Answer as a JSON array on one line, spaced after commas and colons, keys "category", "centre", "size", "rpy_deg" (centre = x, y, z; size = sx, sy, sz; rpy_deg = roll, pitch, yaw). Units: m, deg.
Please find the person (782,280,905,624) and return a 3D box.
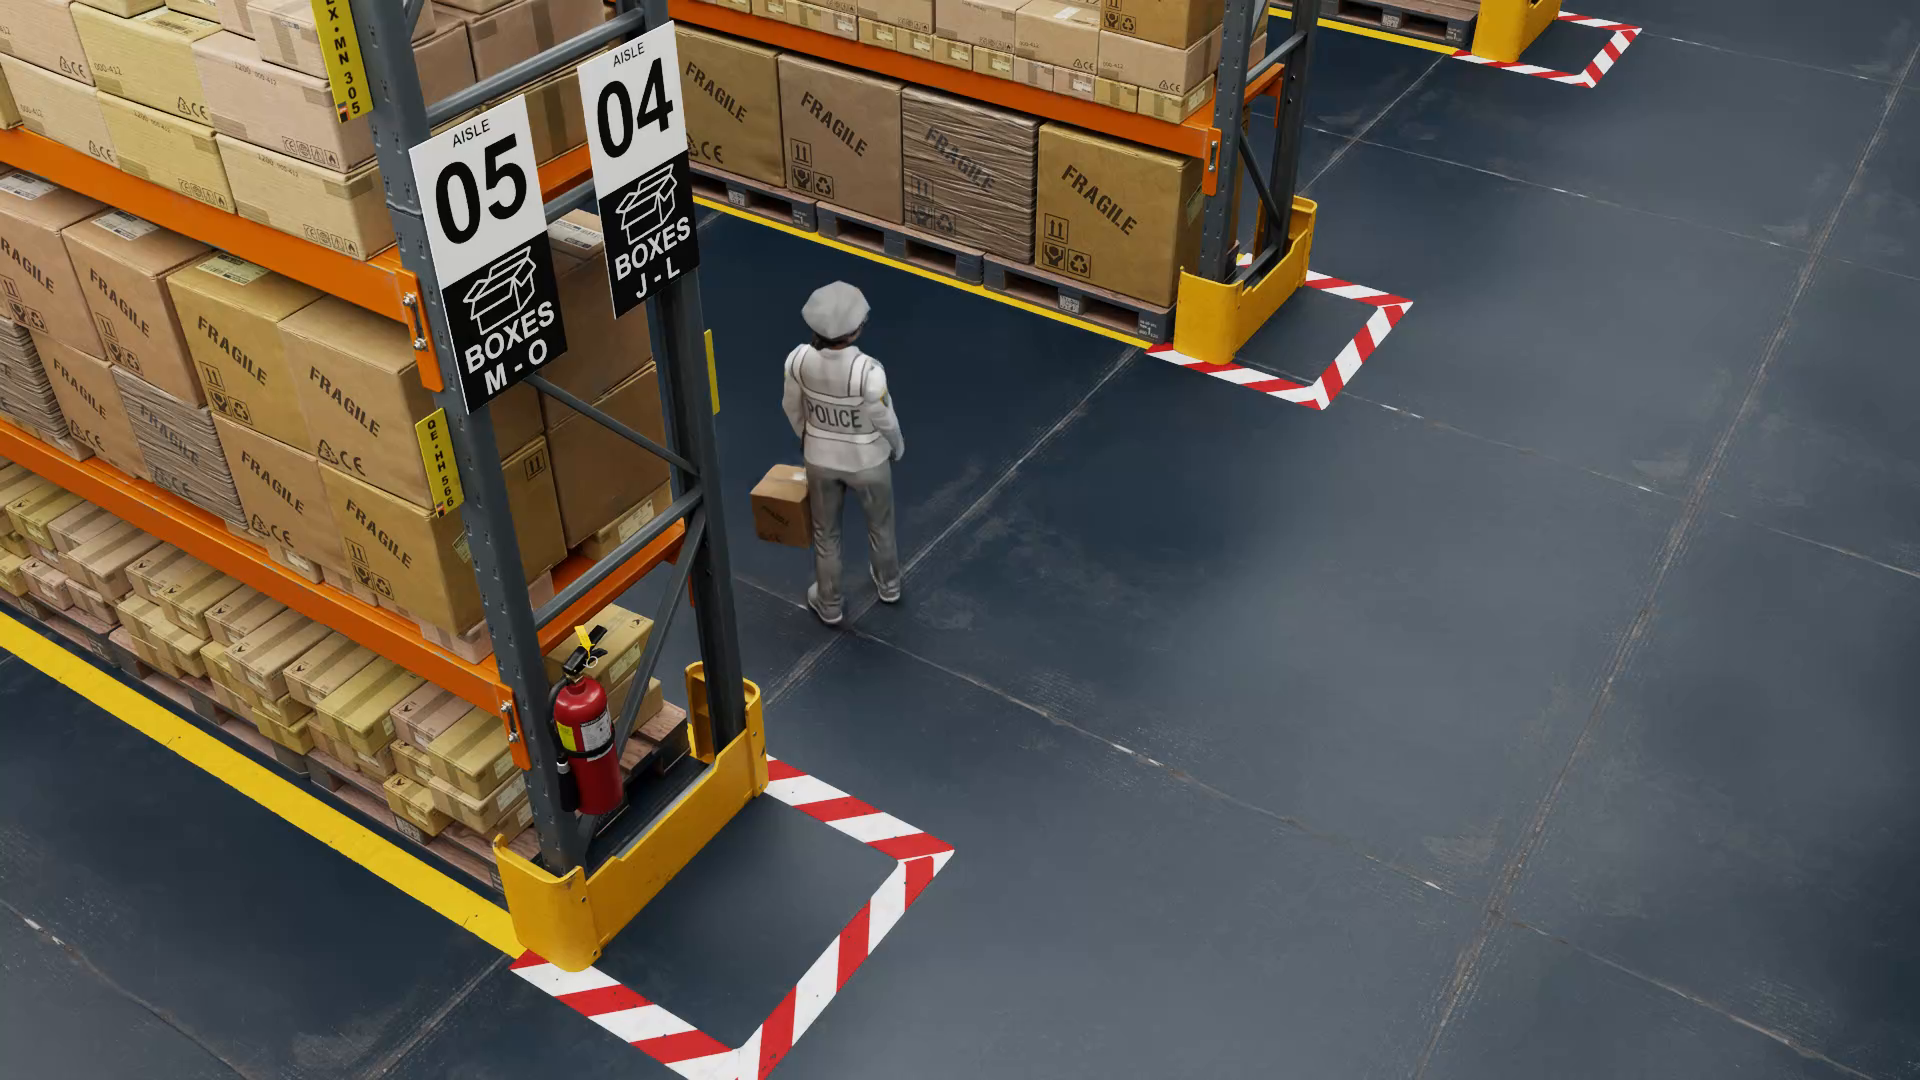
[{"category": "person", "centre": [-0.488, -0.380, 7.105], "size": [0.503, 1.693, 0.526], "rpy_deg": [9, 39, 11]}]
